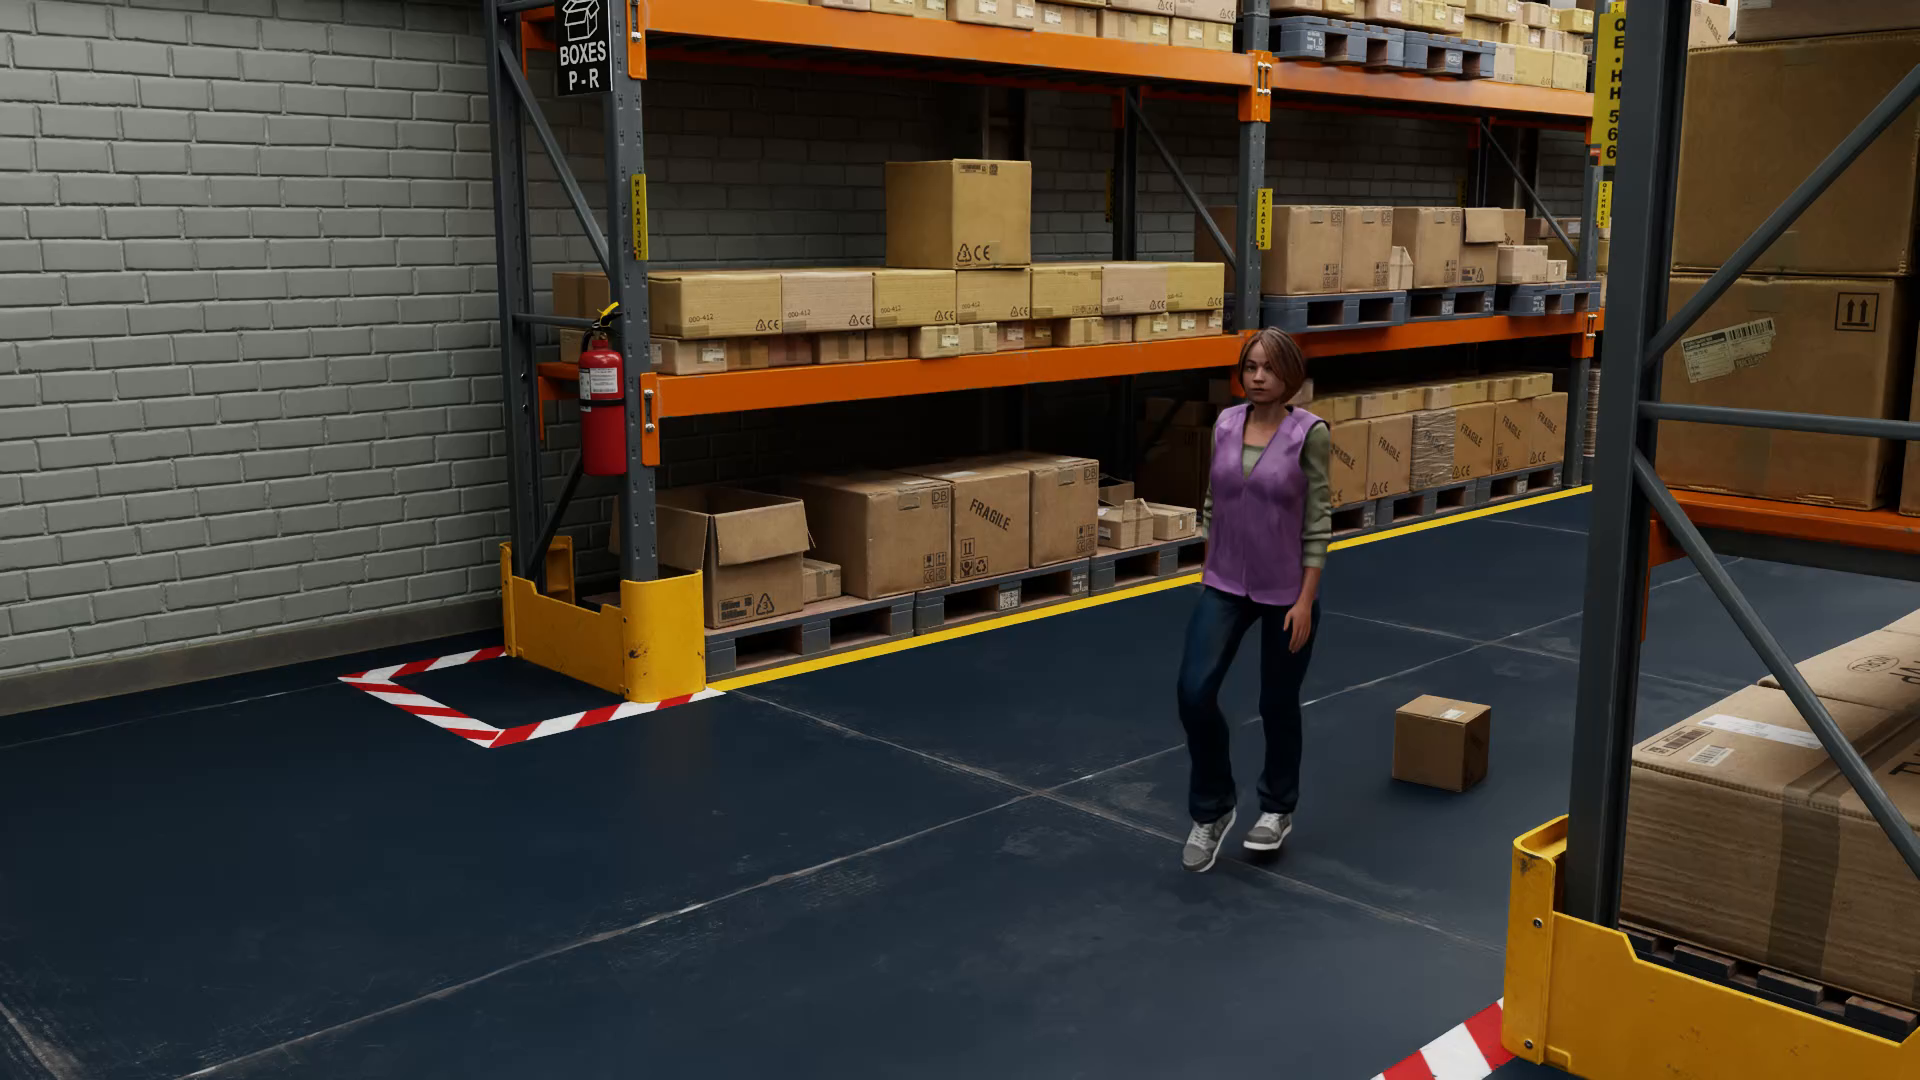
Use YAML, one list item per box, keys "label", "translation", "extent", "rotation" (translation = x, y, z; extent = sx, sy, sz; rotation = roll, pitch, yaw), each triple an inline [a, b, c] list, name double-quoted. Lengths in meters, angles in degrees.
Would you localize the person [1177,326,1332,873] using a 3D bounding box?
- label: "person"
  translation: [0.889, 0.198, 4.922]
  extent: [0.430, 1.628, 0.490]
  rotation: [6, 12, 27]
